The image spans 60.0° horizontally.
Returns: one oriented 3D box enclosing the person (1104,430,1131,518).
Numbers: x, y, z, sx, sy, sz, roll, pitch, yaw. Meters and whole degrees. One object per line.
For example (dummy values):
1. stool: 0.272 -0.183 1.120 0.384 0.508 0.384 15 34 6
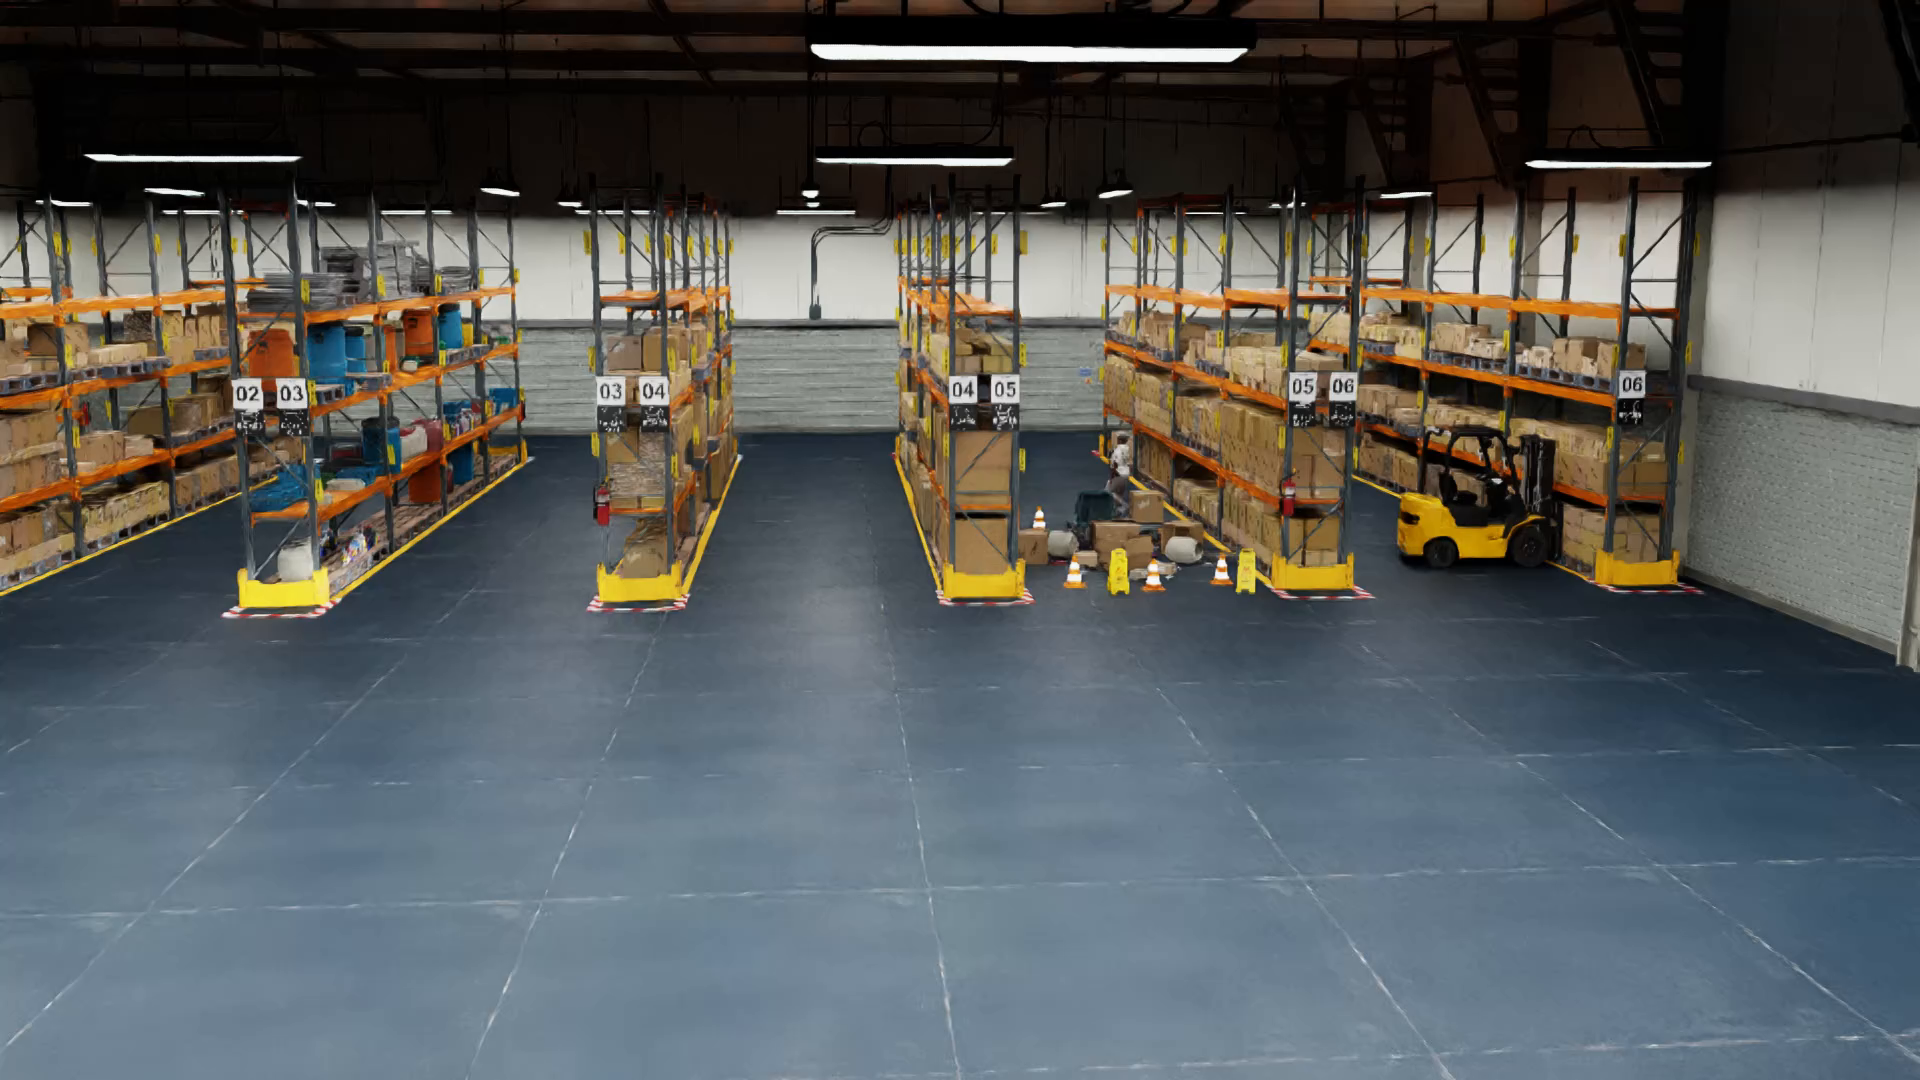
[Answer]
1. person: 2.874 -1.165 30.233 0.552 1.657 0.573 4 11 22
